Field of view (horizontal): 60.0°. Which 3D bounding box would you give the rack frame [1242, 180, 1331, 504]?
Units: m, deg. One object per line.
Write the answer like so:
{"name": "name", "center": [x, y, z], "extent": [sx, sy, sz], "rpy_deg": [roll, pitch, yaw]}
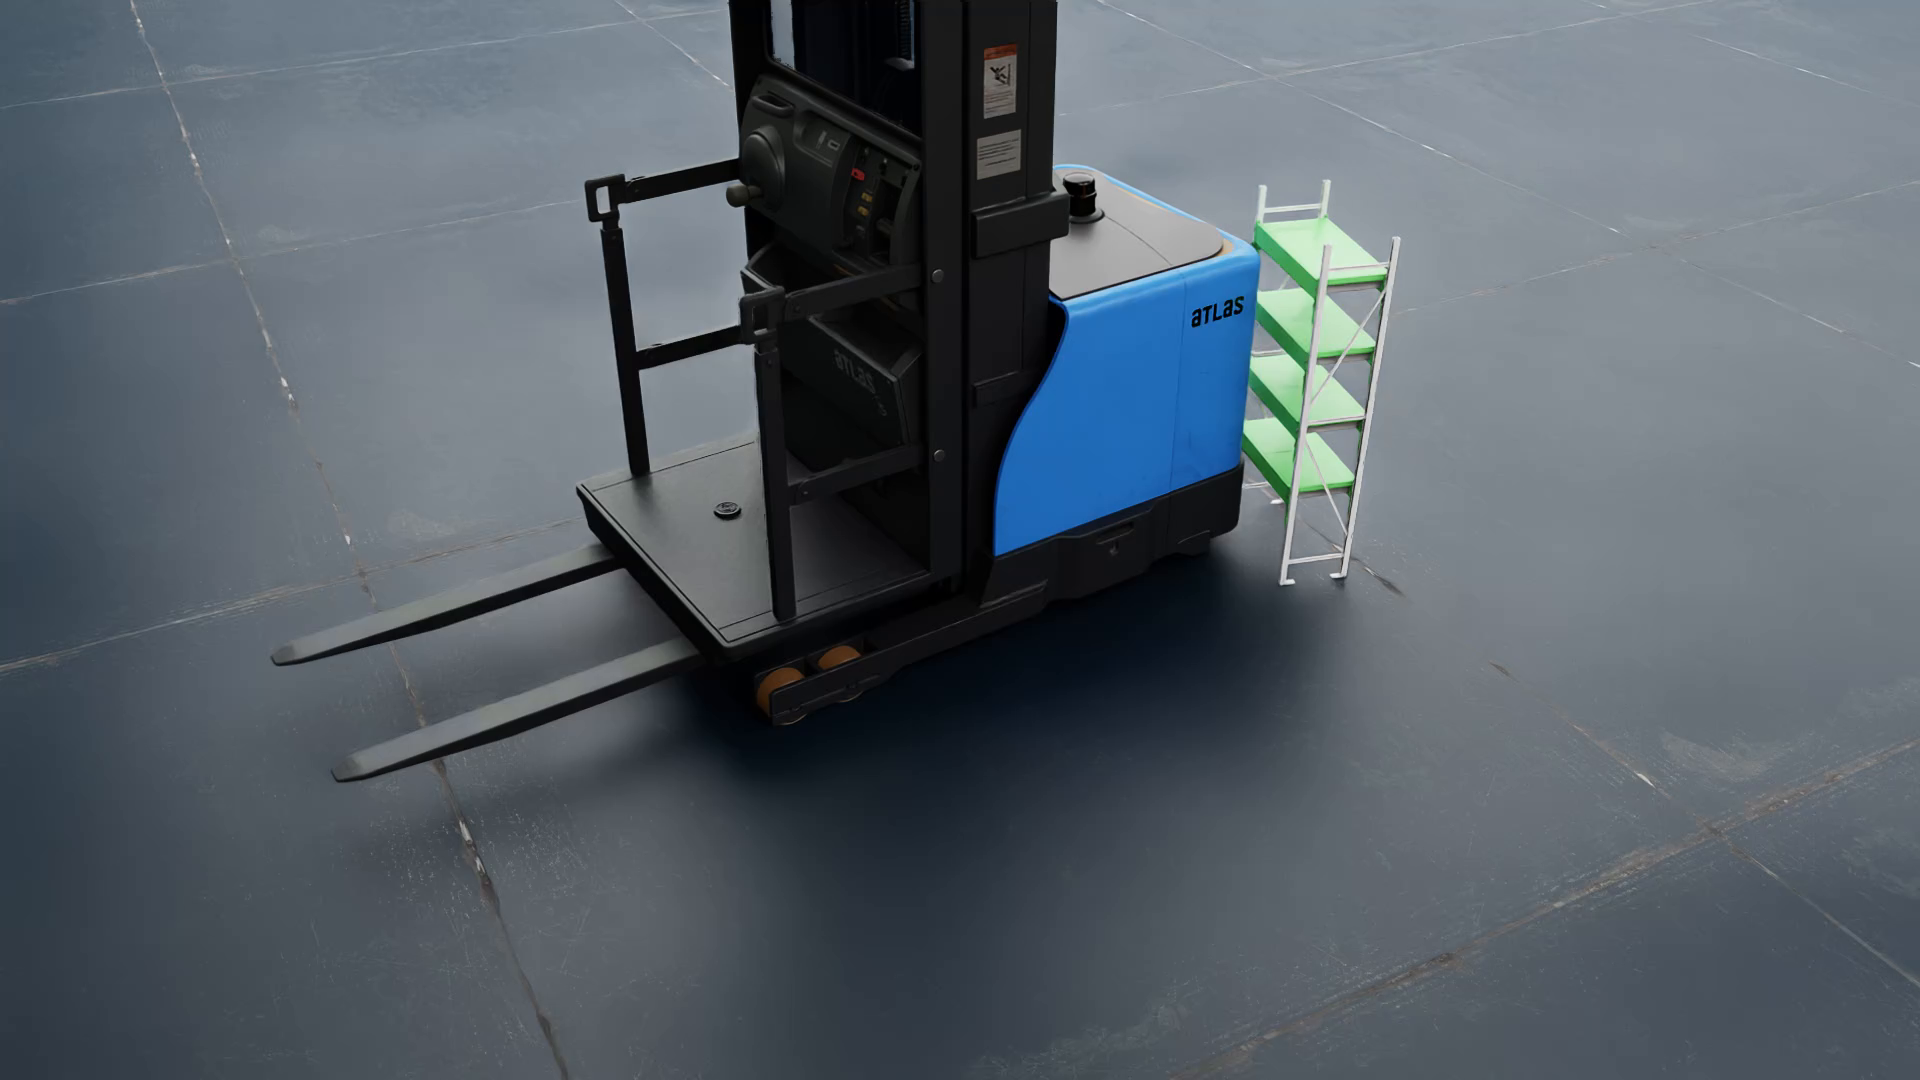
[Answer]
{"name": "rack frame", "center": [1.061, -0.630, 5.619], "extent": [0.240, 1.200, 0.015], "rpy_deg": [-7, 33, -12]}

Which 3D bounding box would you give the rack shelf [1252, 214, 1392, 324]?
{"name": "rack shelf", "center": [1.124, -0.853, 5.196], "extent": [0.258, 0.148, 0.480], "rpy_deg": [-7, 33, -12]}

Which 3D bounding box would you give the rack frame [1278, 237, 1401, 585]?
{"name": "rack frame", "center": [1.180, -0.375, 5.220], "extent": [0.240, 1.200, 0.015], "rpy_deg": [-7, 33, -12]}

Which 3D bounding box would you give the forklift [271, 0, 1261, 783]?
{"name": "forklift", "center": [-0.553, -1.015, 4.618], "extent": [3.031, 2.935, 1.130], "rpy_deg": [-20, 38, -28]}

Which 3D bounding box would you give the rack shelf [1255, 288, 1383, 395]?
{"name": "rack shelf", "center": [1.122, -0.651, 5.325], "extent": [0.258, 0.148, 0.480], "rpy_deg": [-7, 33, -12]}

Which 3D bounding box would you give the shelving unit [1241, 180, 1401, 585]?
{"name": "shelving unit", "center": [1.120, -0.502, 5.419], "extent": [0.258, 1.200, 0.503], "rpy_deg": [-7, 33, -12]}

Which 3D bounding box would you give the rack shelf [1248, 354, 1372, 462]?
{"name": "rack shelf", "center": [1.120, -0.449, 5.454], "extent": [0.258, 0.148, 0.480], "rpy_deg": [-7, 33, -12]}

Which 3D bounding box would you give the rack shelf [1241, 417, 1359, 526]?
{"name": "rack shelf", "center": [1.117, -0.246, 5.583], "extent": [0.258, 0.148, 0.480], "rpy_deg": [-7, 33, -12]}
